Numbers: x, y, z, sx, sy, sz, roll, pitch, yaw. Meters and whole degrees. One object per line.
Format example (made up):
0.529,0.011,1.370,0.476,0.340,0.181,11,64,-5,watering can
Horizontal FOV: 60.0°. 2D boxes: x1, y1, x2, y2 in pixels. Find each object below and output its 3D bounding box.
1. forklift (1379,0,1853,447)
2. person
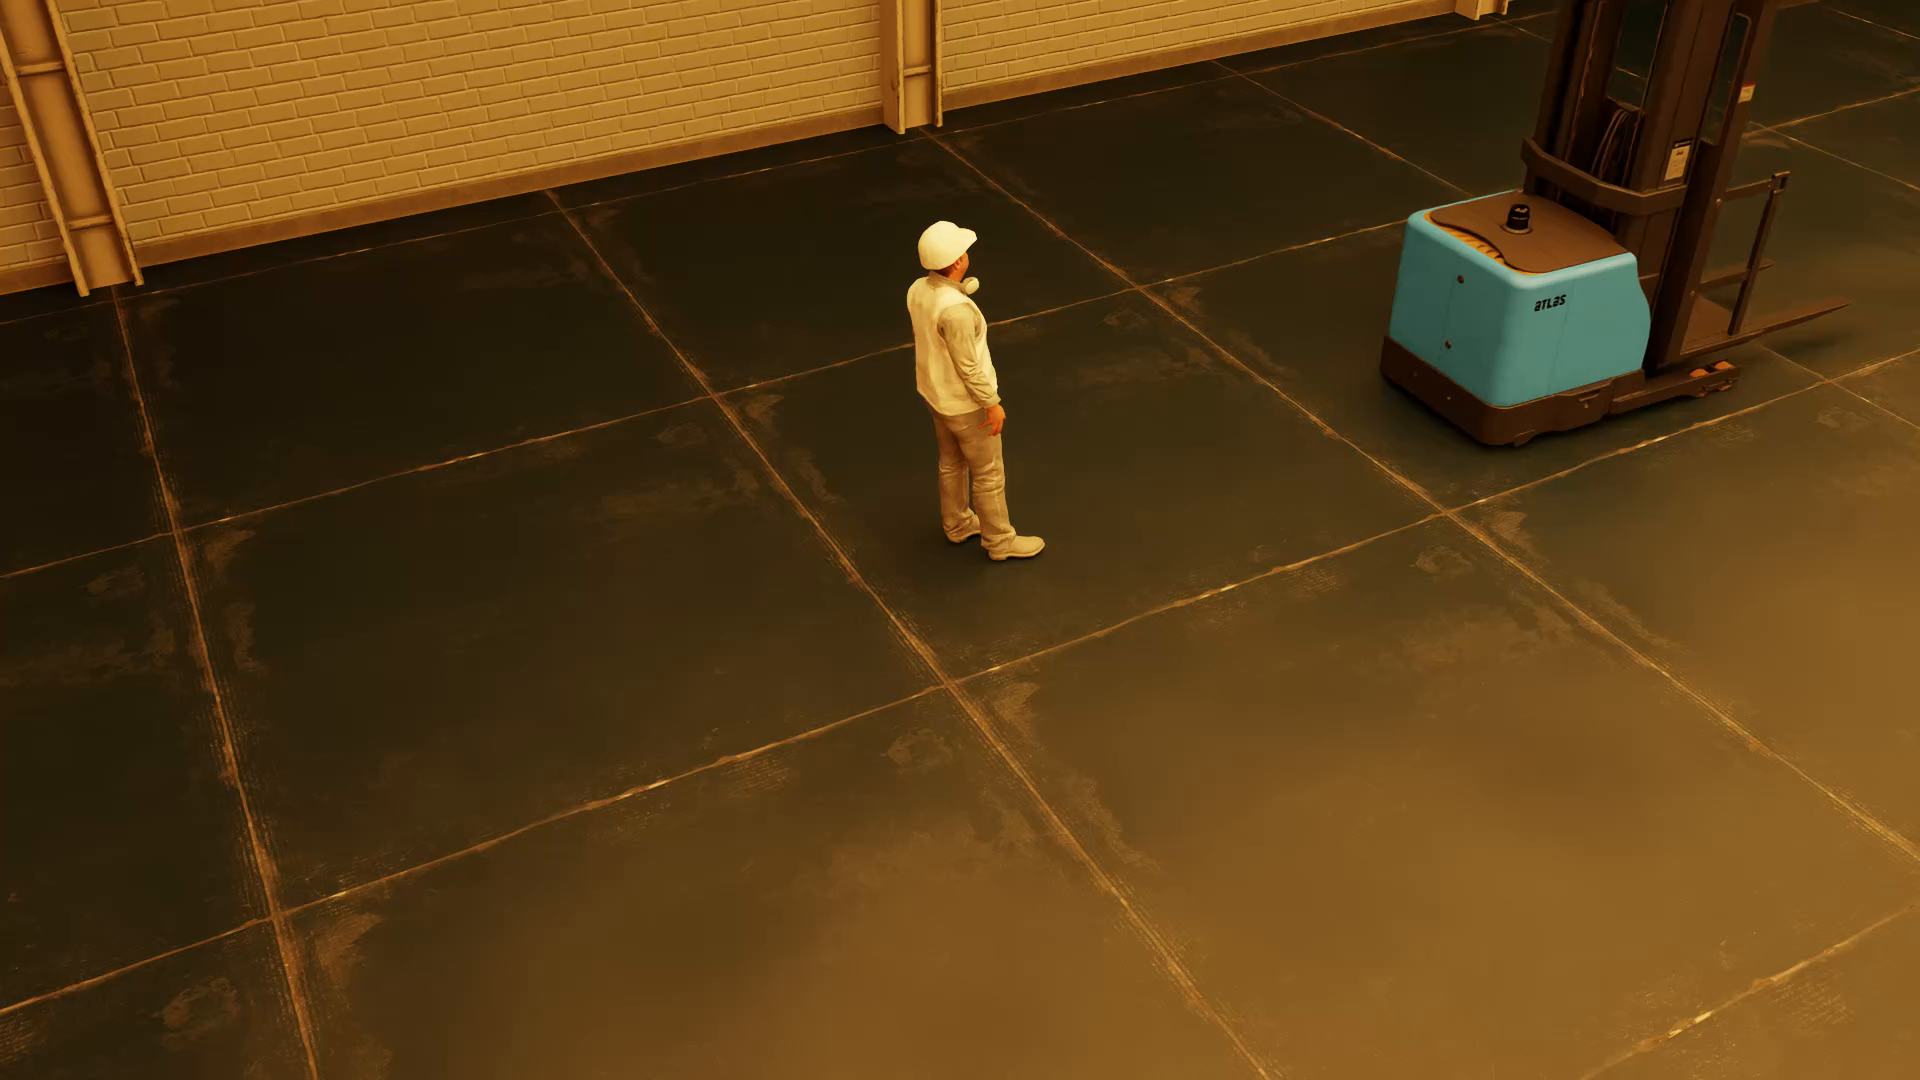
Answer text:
4.076,-2.300,9.377,3.031,2.935,1.130,-16,38,-21,forklift
0.058,-0.743,8.164,0.568,1.773,0.632,-17,39,-23,person
